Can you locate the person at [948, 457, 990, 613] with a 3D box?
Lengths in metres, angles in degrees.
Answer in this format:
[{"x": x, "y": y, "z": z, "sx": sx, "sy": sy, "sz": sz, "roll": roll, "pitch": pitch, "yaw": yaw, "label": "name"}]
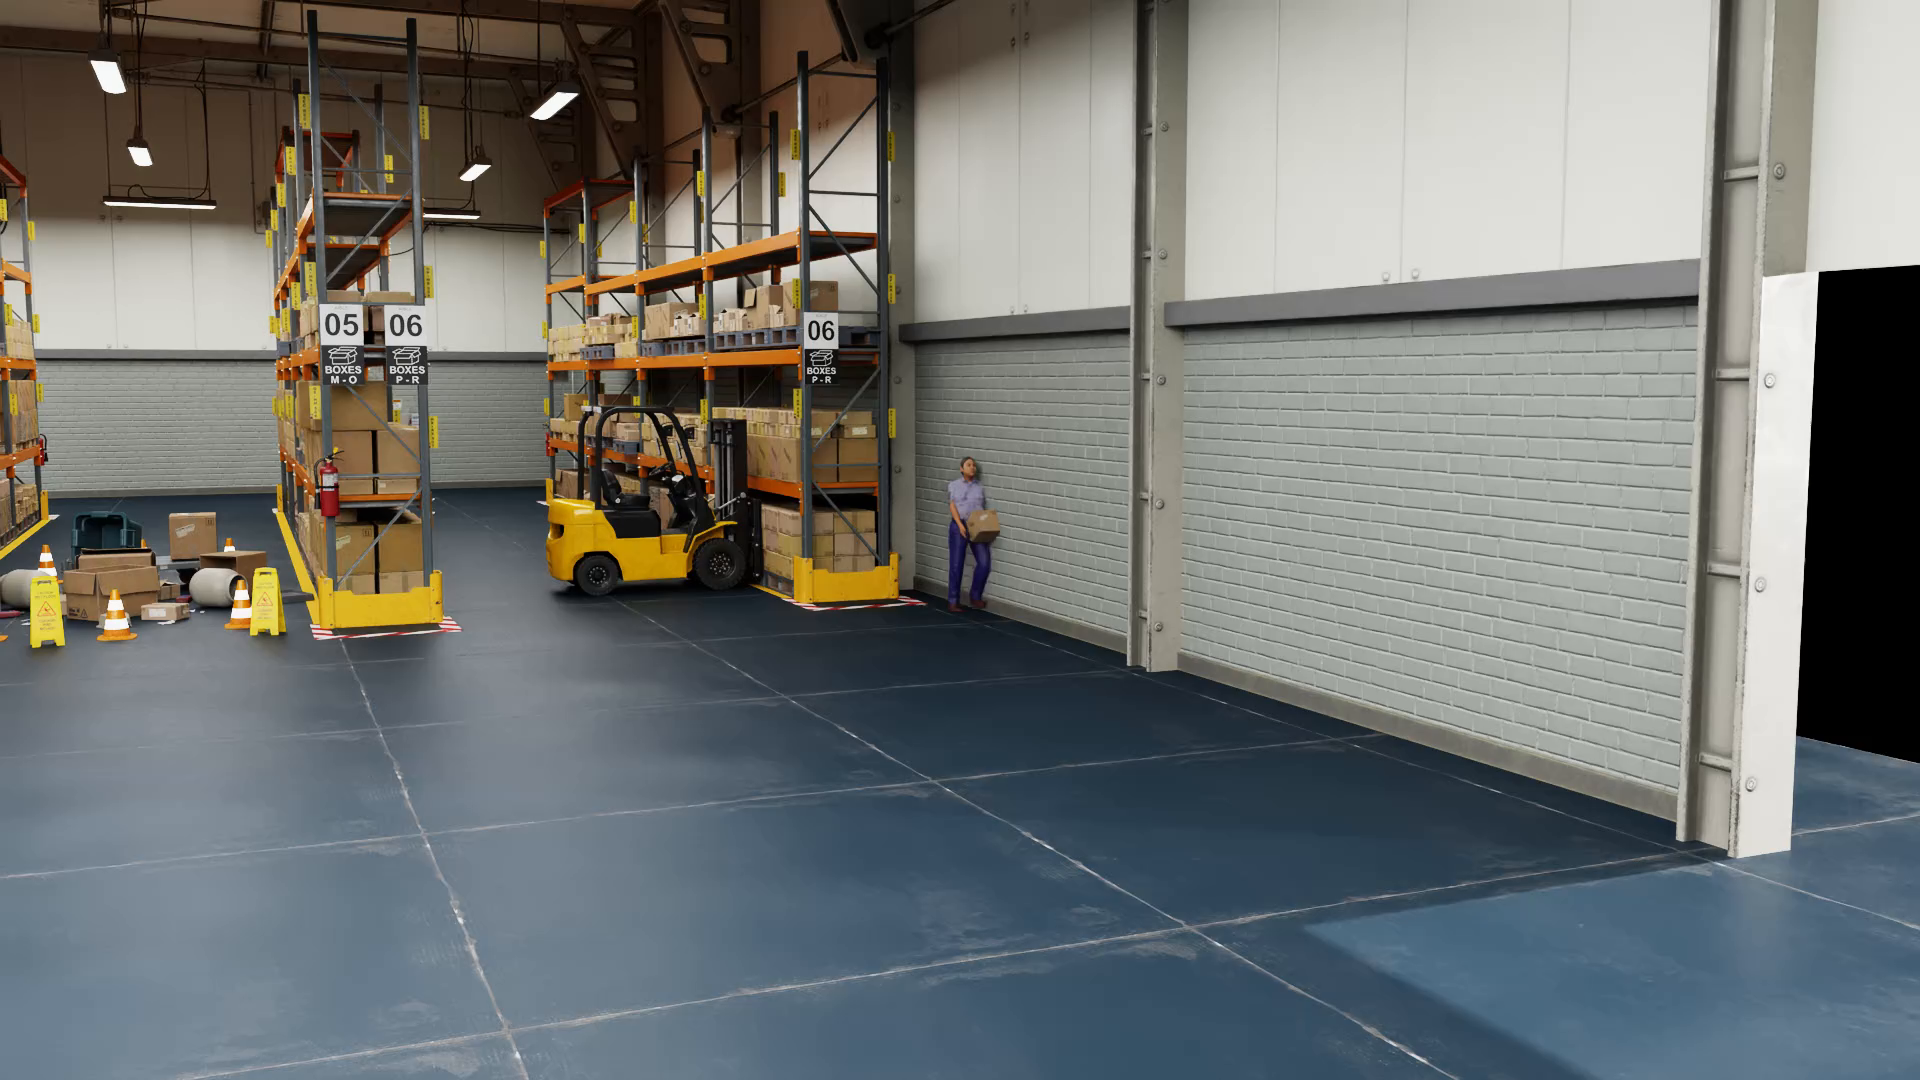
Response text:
[{"x": 0.110, "y": -0.056, "z": 17.724, "sx": 0.476, "sy": 1.634, "sz": 0.516, "roll": -2, "pitch": 6, "yaw": -15, "label": "person"}]
